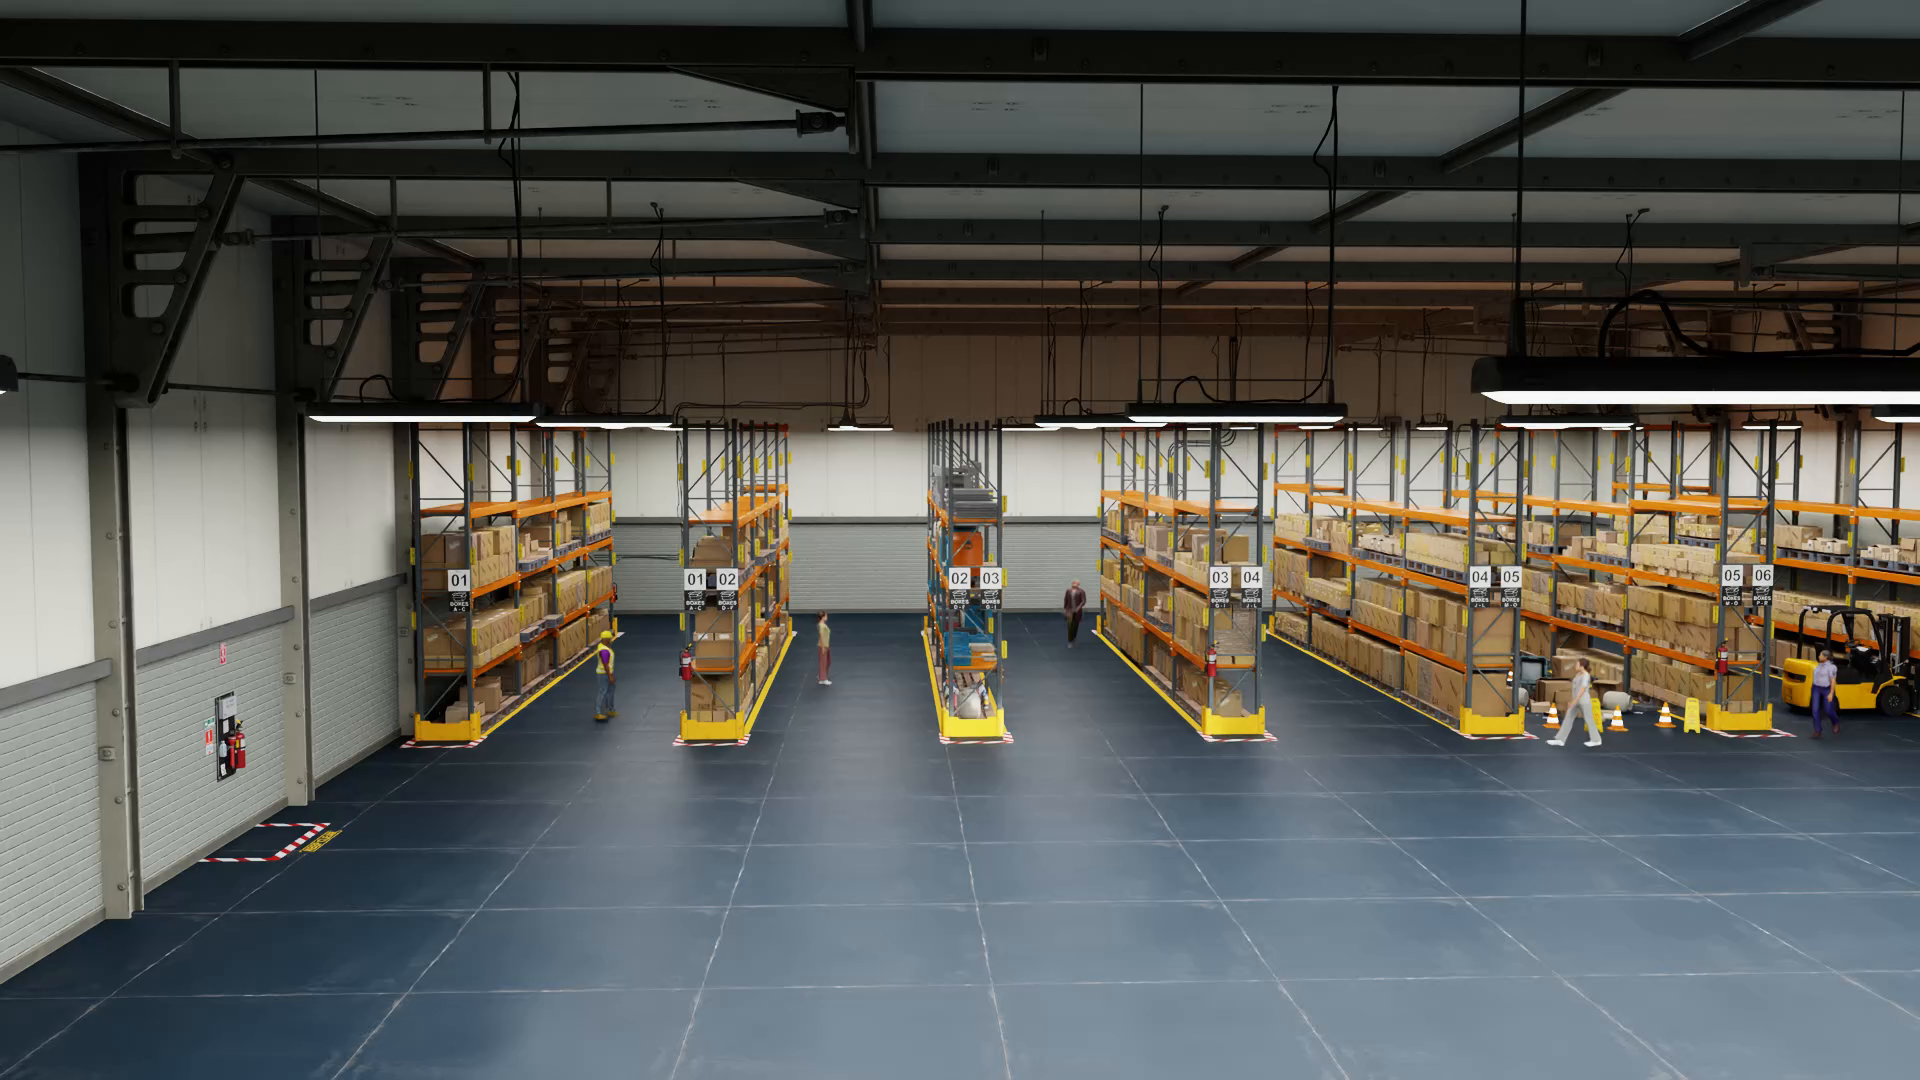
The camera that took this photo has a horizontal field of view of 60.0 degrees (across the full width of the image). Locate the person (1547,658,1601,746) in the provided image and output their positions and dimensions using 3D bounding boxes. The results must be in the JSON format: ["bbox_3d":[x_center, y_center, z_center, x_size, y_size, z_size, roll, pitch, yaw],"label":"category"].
[{"bbox_3d":[11.222,2.950,30.221,0.967,1.622,0.445,-1,4,-13],"label":"person"}]

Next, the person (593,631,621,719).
[{"bbox_3d":[-7.115,2.715,33.454,0.484,1.805,0.690,0,4,-1],"label":"person"}]

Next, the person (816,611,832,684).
[{"bbox_3d":[-3.119,2.471,38.072,0.373,1.709,0.521,0,4,0],"label":"person"}]

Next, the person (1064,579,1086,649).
[{"bbox_3d":[3.056,1.938,44.160,0.566,1.812,0.947,0,4,1],"label":"person"}]

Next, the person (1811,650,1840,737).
[{"bbox_3d":[16.301,2.883,31.348,0.591,1.640,0.461,-3,5,-40],"label":"person"}]
